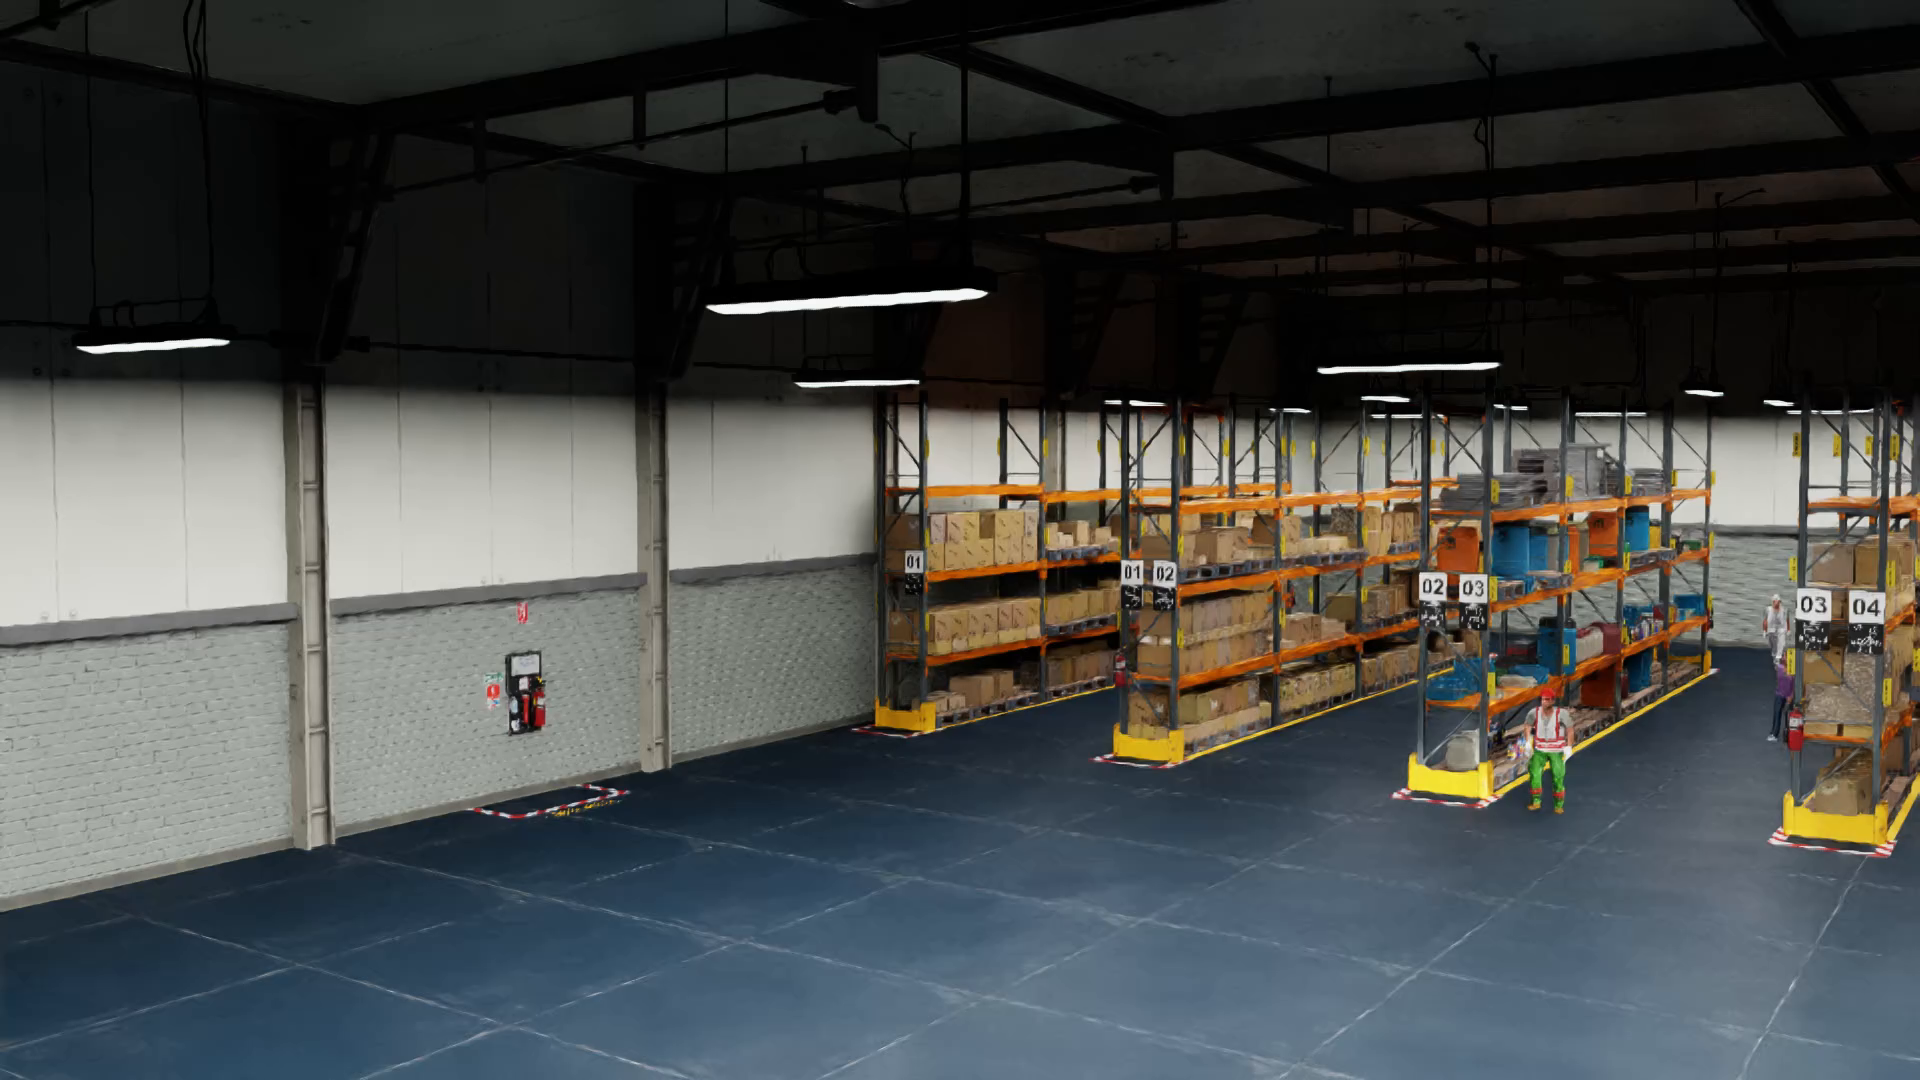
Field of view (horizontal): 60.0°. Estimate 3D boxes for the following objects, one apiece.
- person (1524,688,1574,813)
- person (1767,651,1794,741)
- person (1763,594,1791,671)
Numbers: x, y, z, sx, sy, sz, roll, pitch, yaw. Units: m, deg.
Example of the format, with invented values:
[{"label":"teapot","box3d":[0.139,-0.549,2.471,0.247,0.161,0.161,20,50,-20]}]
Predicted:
[{"label":"person","box3d":[8.046,2.877,22.760,0.677,1.741,0.552,2,4,33]},{"label":"person","box3d":[14.110,2.648,28.347,0.408,1.533,0.961,3,4,43]},{"label":"person","box3d":[18.363,2.057,37.420,0.553,1.709,1.123,2,4,37]}]
